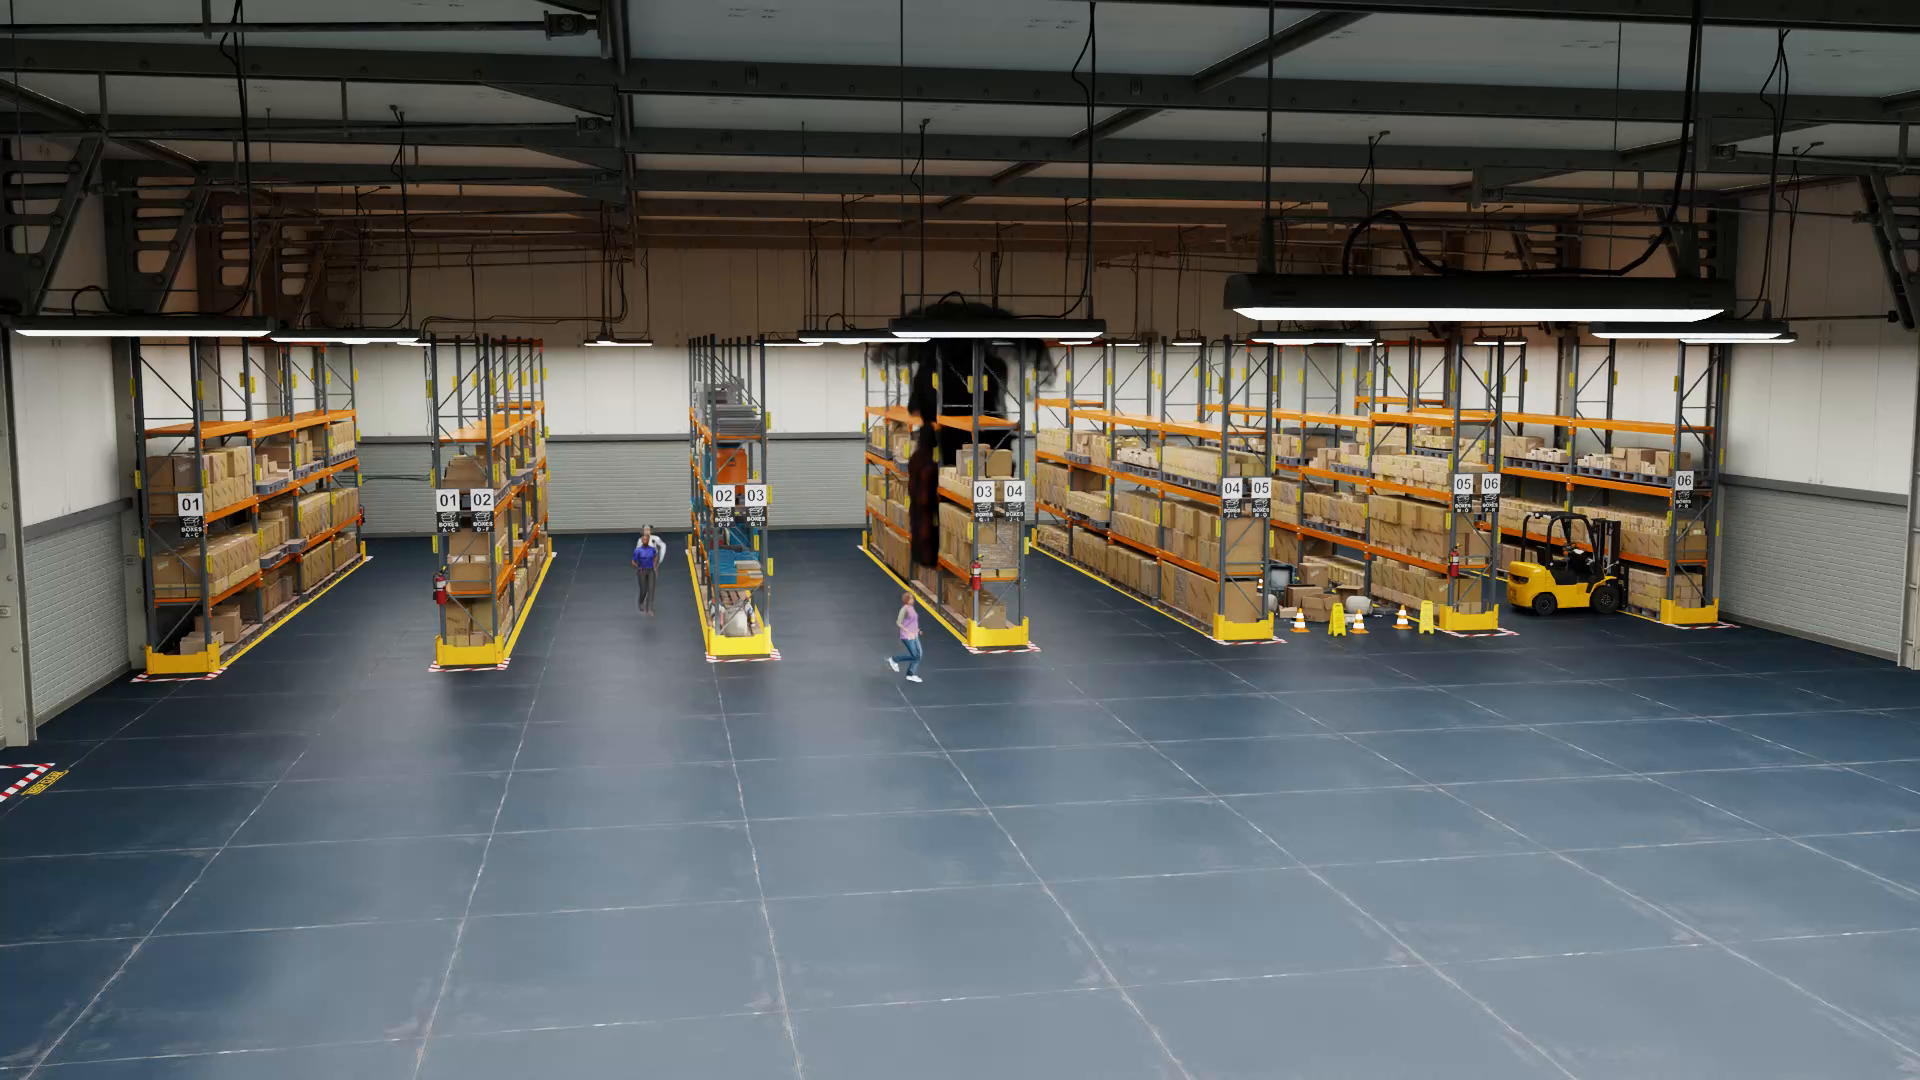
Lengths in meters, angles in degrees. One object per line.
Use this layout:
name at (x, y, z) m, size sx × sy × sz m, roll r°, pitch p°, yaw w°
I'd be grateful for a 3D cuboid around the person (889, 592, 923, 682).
person at (-0.912, 1.682, 28.803) m, size 0.541 × 1.535 × 0.550 m, roll 2°, pitch 7°, yaw 21°

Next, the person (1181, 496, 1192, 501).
person at (7.014, -0.912, 50.900) m, size 0.665 × 1.704 × 0.600 m, roll 0°, pitch 7°, yaw 1°

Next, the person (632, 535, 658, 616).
person at (-6.445, 0.715, 34.192) m, size 0.578 × 1.655 × 0.703 m, roll -3°, pitch 7°, yaw -27°

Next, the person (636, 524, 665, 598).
person at (-6.747, 0.471, 36.215) m, size 0.636 × 1.667 × 0.585 m, roll -1°, pitch 7°, yaw -6°
